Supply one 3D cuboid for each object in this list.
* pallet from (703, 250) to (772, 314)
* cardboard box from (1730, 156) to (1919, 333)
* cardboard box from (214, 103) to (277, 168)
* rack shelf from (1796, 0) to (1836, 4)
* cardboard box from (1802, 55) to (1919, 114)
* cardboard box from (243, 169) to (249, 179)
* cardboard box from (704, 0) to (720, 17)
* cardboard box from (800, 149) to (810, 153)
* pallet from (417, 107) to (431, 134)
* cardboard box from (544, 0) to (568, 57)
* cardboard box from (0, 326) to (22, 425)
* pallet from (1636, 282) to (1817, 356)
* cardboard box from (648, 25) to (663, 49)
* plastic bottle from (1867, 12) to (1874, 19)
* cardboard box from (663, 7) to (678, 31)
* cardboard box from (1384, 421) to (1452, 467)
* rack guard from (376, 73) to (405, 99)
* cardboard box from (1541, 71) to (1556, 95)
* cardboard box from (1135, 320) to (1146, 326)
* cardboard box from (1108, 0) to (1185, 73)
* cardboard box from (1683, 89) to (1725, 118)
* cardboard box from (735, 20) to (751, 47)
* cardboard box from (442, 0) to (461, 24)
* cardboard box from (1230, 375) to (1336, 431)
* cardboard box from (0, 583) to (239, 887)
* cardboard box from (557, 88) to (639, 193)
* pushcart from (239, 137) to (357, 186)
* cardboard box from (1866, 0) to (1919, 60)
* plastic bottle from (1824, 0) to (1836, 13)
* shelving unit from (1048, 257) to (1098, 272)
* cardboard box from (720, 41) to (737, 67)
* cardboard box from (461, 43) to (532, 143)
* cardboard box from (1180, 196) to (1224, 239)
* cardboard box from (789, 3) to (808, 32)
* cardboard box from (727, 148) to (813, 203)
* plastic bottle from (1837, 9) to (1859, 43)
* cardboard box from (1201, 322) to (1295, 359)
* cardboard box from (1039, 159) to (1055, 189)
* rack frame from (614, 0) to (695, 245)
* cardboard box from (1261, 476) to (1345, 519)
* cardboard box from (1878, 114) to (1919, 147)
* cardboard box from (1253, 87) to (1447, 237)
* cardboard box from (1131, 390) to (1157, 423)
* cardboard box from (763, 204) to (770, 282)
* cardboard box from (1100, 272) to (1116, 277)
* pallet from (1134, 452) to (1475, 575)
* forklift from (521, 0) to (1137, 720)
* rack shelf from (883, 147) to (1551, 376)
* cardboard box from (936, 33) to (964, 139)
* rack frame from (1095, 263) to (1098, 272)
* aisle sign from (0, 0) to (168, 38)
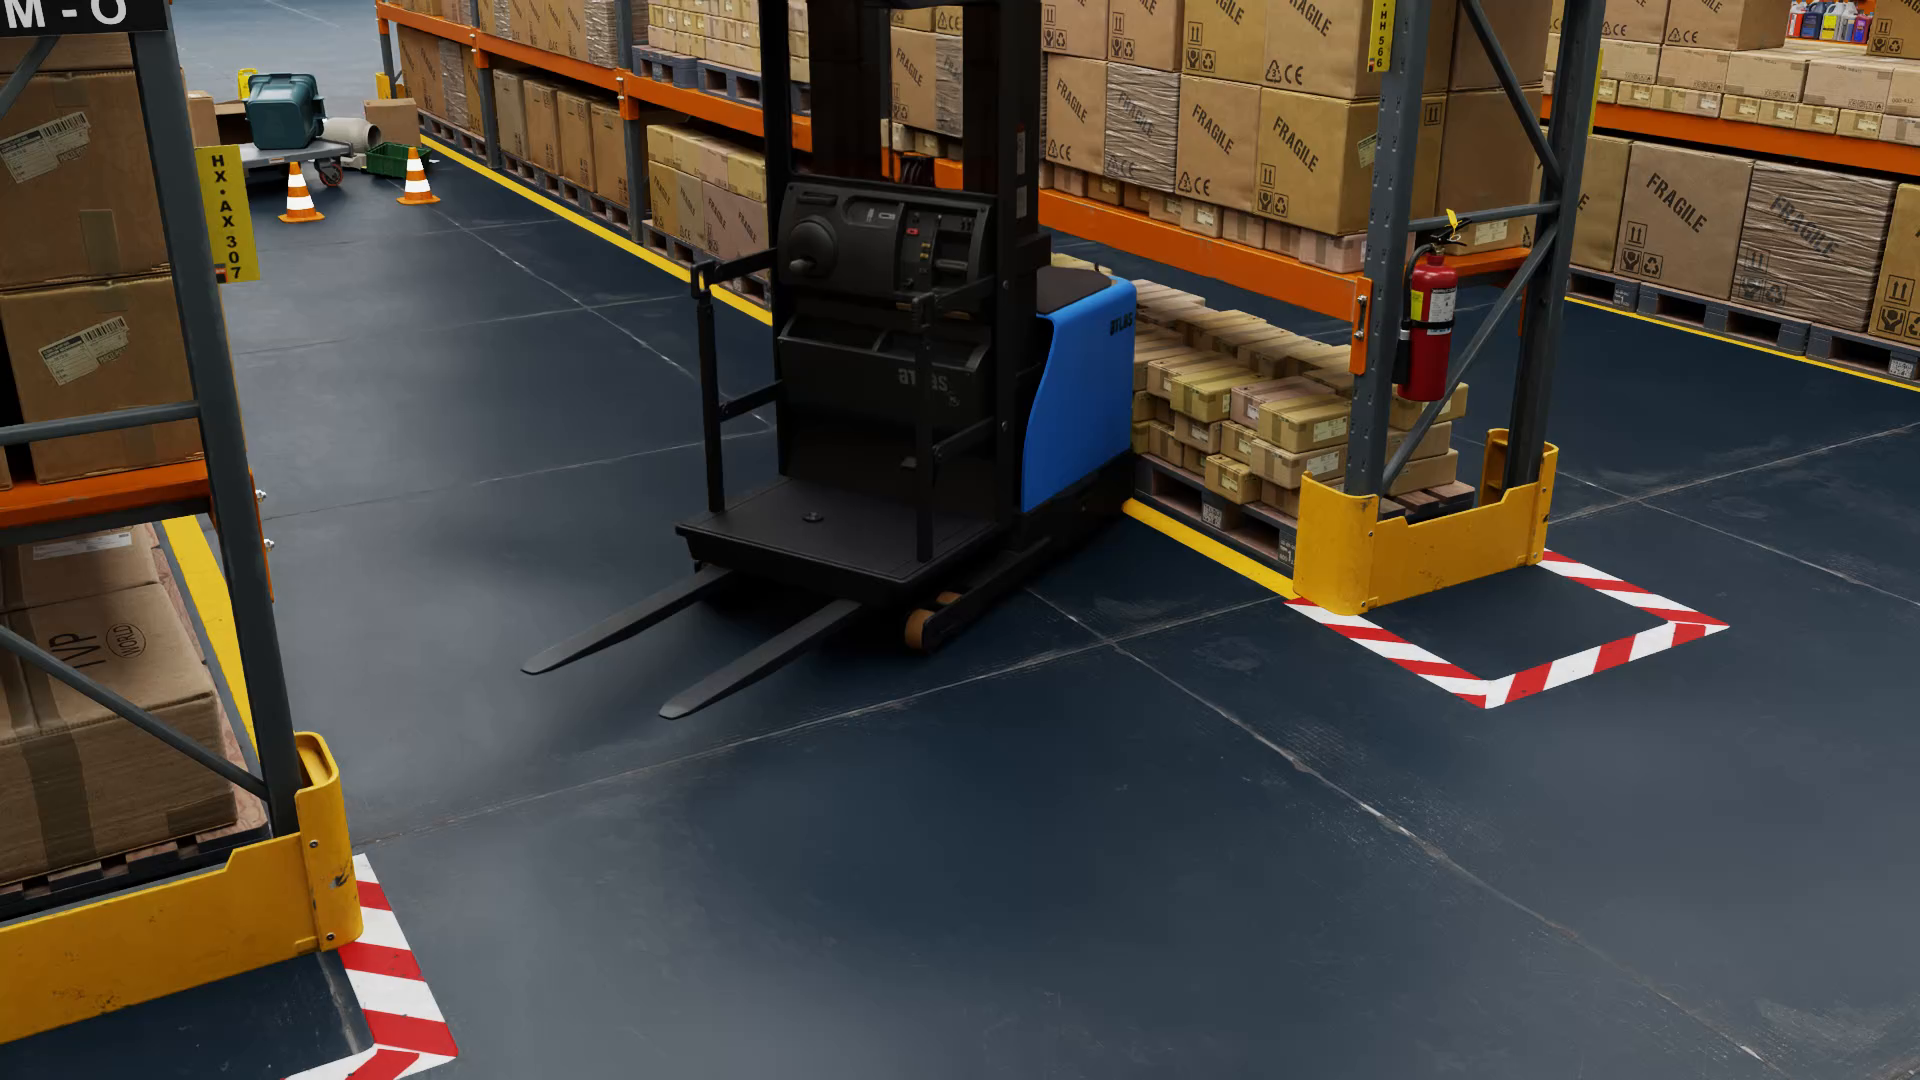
[{"bbox_3d":[-1.104,-1.873,11.639,1.003,0.211,1.213,-13,25,-28],"label":"pallet"},{"bbox_3d":[5.420,-1.841,10.121,0.875,0.875,0.875,-13,25,-28],"label":"cardboard box"},{"bbox_3d":[-6.853,-3.941,16.159,0.797,0.637,0.503,-13,25,-28],"label":"cardboard box"},{"bbox_3d":[9.691,-6.952,21.388,1.077,0.370,4.000,-13,25,-28],"label":"rack shelf"},{"bbox_3d":[5.286,-2.647,9.645,0.500,0.250,0.500,-14,26,-30],"label":"cardboard box"},{"bbox_3d":[-6.940,-3.533,15.650,0.396,0.266,0.258,8,23,18],"label":"cardboard box"},{"bbox_3d":[-1.516,-3.640,11.268,0.380,0.149,0.250,-11,25,-26],"label":"cardboard box"},{"bbox_3d":[-0.759,-2.530,11.317,0.500,0.250,0.500,-12,25,-26],"label":"cardboard box"},{"bbox_3d":[-5.732,-4.867,19.005,1.003,0.211,1.213,-13,25,-28],"label":"pallet"},{"bbox_3d":[-3.091,-4.277,13.717,0.500,0.500,0.500,-13,26,-29],"label":"cardboard box"},{"bbox_3d":[-2.520,-0.653,4.803,0.500,0.500,0.500,-13,25,-29],"label":"cardboard box"},{"bbox_3d":[5.186,-1.491,10.699,1.003,0.211,1.213,-13,25,-28],"label":"pallet"},{"bbox_3d":[-2.066,-3.707,12.224,0.380,0.149,0.250,-13,25,-29],"label":"cardboard box"},{"bbox_3d":[8.314,-4.716,15.193,0.097,0.201,0.097,0,22,0],"label":"plastic bottle"},{"bbox_3d":[-1.907,-3.746,11.925,0.380,0.149,0.250,-11,25,-26],"label":"cardboard box"},{"bbox_3d":[1.918,-0.454,7.277,0.380,0.149,0.250,-11,25,-26],"label":"cardboard box"},{"bbox_3d":[-6.220,-5.252,19.569,1.175,0.500,0.348,-13,25,-28],"label":"rack guard"},{"bbox_3d":[4.103,-3.163,11.443,0.380,0.149,0.250,-13,25,-28],"label":"cardboard box"},{"bbox_3d":[0.696,-1.005,8.239,0.380,0.149,0.250,-12,25,-28],"label":"cardboard box"},{"bbox_3d":[0.985,-2.301,7.134,0.500,0.500,0.500,-11,25,-26],"label":"cardboard box"},{"bbox_3d":[4.765,-2.743,10.411,0.380,0.149,0.250,-12,25,-28],"label":"cardboard box"},{"bbox_3d":[-1.247,-3.330,10.902,0.380,0.149,0.250,-12,25,-26],"label":"cardboard box"},{"bbox_3d":[-4.664,-5.468,16.581,0.875,0.550,0.550,-13,25,-28],"label":"cardboard box"},{"bbox_3d":[1.398,-0.587,7.211,0.380,0.149,0.250,-12,25,-27],"label":"cardboard box"},{"bbox_3d":[-2.662,0.560,4.795,0.875,0.438,0.875,-14,26,-30],"label":"cardboard box"},{"bbox_3d":[-2.805,-3.462,14.275,1.050,0.750,0.750,-12,25,-27],"label":"cardboard box"},{"bbox_3d":[-6.434,-3.363,15.083,0.936,0.377,1.648,17,28,36],"label":"pushcart"},{"bbox_3d":[5.742,-3.096,9.752,0.500,0.500,0.500,-13,26,-30],"label":"cardboard box"},{"bbox_3d":[7.774,-4.691,14.935,0.144,0.351,0.185,-13,25,-28],"label":"plastic bottle"},{"bbox_3d":[0.481,-0.782,7.837,0.252,1.050,0.215,13,26,29],"label":"shelving unit"},{"bbox_3d":[-1.388,-3.278,11.169,0.380,0.149,0.250,-12,25,-28],"label":"cardboard box"},{"bbox_3d":[-4.426,-4.535,16.749,0.875,0.875,0.875,-12,25,-27],"label":"cardboard box"},{"bbox_3d":[1.169,-1.402,7.110,0.380,0.149,0.250,-12,25,-27],"label":"cardboard box"},{"bbox_3d":[-0.854,-3.220,10.235,0.380,0.149,0.250,-13,25,-28],"label":"cardboard box"},{"bbox_3d":[-1.209,-2.432,11.076,0.500,0.250,0.500,-14,26,-31],"label":"cardboard box"},{"bbox_3d":[7.830,-4.518,14.608,0.152,0.276,0.135,-13,25,-28],"label":"plastic bottle"},{"bbox_3d":[1.395,-0.936,8.068,0.380,0.149,0.250,-12,25,-26],"label":"cardboard box"},{"bbox_3d":[0.500,-1.830,8.163,0.380,0.149,0.250,-11,25,-26],"label":"cardboard box"},{"bbox_3d":[-2.122,-3.813,12.708,1.000,3.000,0.127,-13,25,-28],"label":"rack frame"},{"bbox_3d":[1.517,-0.227,7.115,0.380,0.149,0.250,-12,25,-27],"label":"cardboard box"},{"bbox_3d":[5.427,-2.326,9.385,0.380,0.149,0.250,-12,25,-27],"label":"cardboard box"},{"bbox_3d":[1.514,-1.503,6.498,0.500,0.500,0.500,-12,25,-27],"label":"cardboard box"},{"bbox_3d":[0.907,-0.684,7.843,0.380,0.149,0.250,-12,25,-27],"label":"cardboard box"},{"bbox_3d":[-0.935,-1.912,10.793,0.500,0.500,0.500,-13,26,-29],"label":"cardboard box"},{"bbox_3d":[0.691,-1.349,9.085,0.380,0.149,0.250,-12,25,-27],"label":"cardboard box"},{"bbox_3d":[1.542,-0.225,7.586,1.003,0.211,1.213,-13,25,-28],"label":"pallet"},{"bbox_3d":[-0.412,-1.130,6.200,1.130,2.935,3.031,13,26,29],"label":"forklift"},{"bbox_3d":[0.943,-1.537,8.065,1.077,0.370,4.000,-13,25,-28],"label":"rack shelf"},{"bbox_3d":[0.217,-2.334,8.543,0.500,0.500,0.500,-13,25,-28],"label":"cardboard box"},{"bbox_3d":[0.584,-0.758,7.777,0.008,1.050,0.200,13,26,29],"label":"rack frame"},{"bbox_3d":[-1.953,-1.475,3.504,0.394,0.787,0.004,-13,25,-28],"label":"aisle sign"}]
